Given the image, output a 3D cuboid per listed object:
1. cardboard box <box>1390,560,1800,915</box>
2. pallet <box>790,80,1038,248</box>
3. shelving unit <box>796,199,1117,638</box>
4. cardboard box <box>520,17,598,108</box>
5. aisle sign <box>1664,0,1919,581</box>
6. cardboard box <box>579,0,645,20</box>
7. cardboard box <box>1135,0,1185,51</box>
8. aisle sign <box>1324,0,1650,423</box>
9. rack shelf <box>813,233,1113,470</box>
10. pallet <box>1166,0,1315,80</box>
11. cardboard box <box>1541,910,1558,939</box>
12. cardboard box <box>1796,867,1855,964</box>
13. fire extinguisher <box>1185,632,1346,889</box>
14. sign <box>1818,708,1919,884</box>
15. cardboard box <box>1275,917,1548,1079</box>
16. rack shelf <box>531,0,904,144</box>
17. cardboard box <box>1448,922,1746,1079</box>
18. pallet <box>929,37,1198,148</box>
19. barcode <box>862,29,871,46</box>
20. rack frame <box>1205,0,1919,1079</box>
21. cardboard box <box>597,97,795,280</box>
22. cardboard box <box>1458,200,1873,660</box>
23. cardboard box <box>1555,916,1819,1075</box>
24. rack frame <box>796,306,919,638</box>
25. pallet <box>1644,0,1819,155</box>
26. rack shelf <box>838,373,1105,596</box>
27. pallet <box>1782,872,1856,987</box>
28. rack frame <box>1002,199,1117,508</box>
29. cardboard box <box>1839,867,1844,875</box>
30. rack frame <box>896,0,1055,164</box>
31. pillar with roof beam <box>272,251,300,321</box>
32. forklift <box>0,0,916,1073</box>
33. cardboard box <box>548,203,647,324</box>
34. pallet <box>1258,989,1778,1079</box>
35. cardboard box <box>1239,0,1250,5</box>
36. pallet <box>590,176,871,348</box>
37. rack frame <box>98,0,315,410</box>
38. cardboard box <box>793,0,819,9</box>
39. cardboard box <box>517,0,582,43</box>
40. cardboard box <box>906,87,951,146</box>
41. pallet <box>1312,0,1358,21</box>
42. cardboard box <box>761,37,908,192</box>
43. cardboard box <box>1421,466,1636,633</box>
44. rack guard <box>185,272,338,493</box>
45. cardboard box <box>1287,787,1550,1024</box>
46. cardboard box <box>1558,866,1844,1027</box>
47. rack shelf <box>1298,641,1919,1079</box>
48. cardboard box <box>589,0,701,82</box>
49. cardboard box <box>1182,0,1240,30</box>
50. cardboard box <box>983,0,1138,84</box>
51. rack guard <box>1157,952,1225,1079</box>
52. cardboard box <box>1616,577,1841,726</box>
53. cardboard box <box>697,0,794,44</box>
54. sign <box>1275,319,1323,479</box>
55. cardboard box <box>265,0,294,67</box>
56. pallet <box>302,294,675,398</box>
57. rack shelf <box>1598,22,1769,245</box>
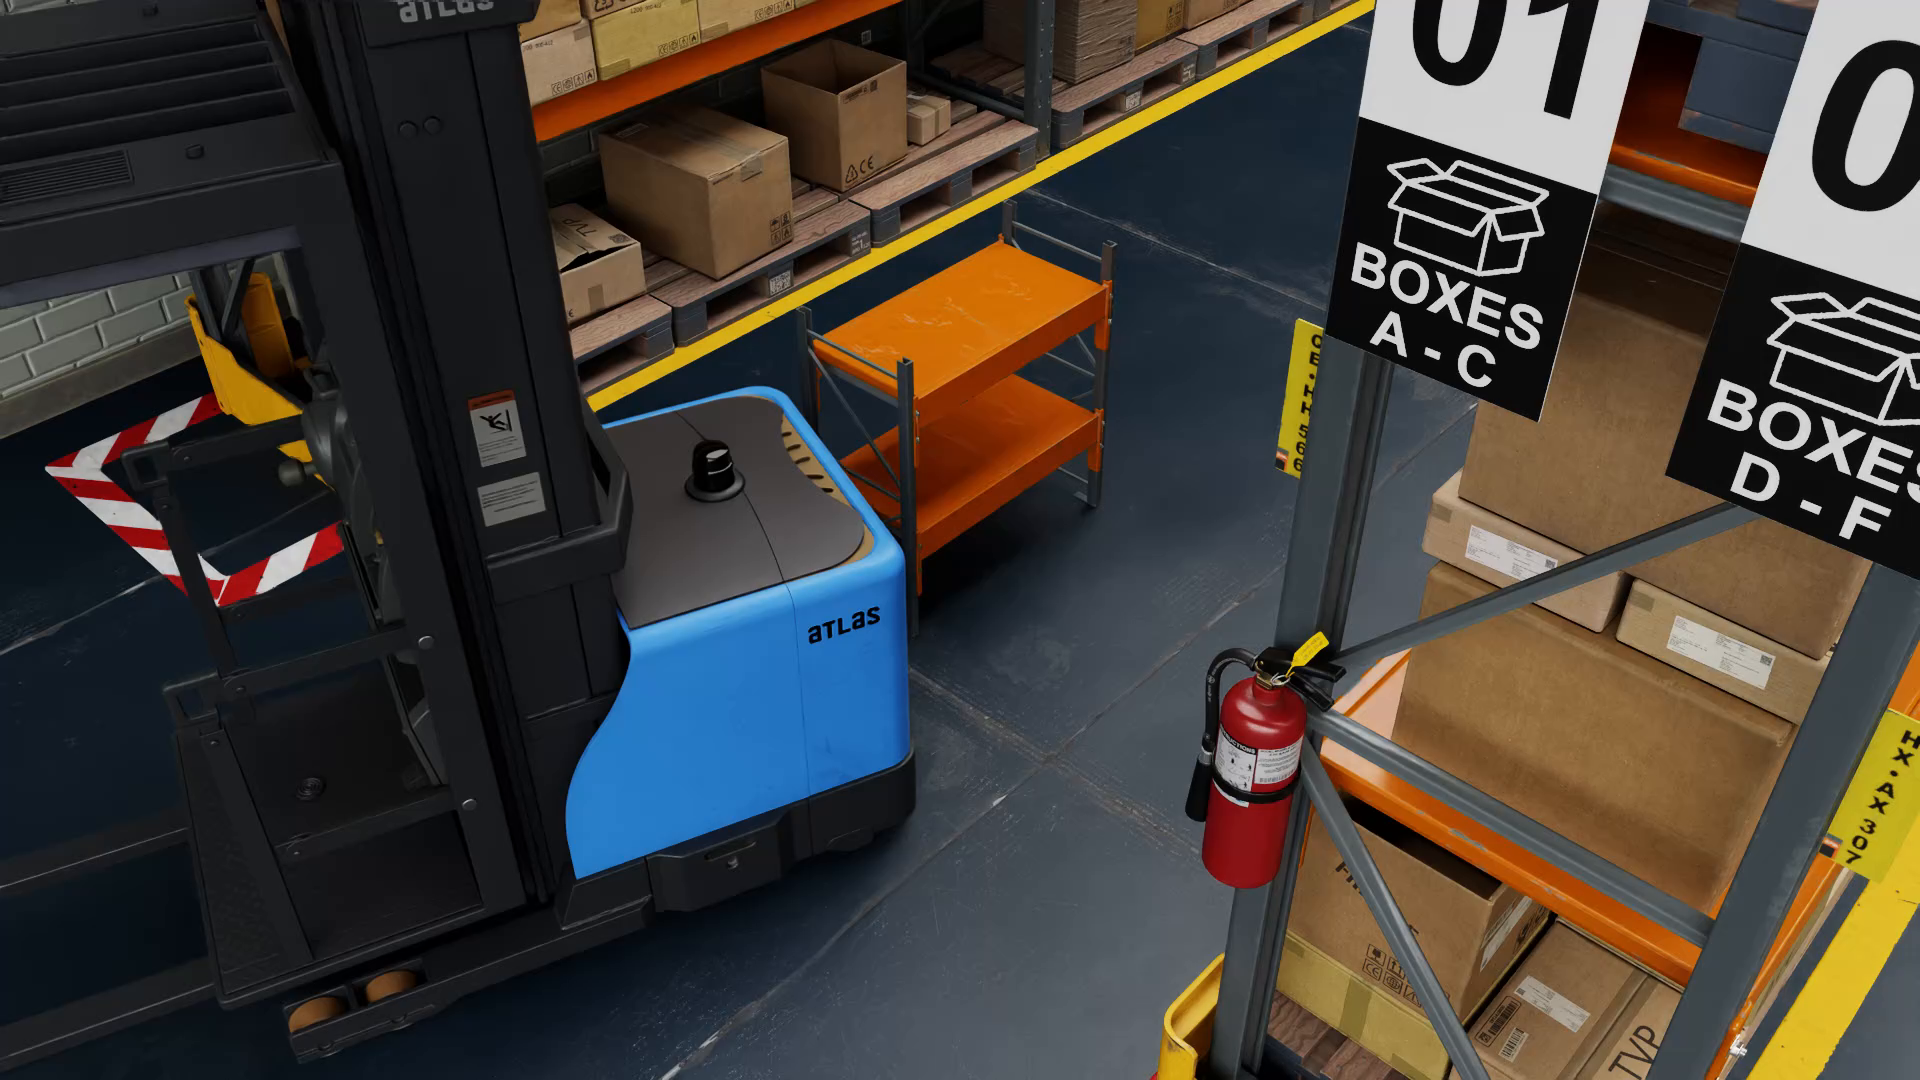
[{"bbox_3d":[1.351,0.286,3.399,0.700,0.500,0.500,30,47,32],"label":"cardboard box"},{"bbox_3d":[-0.361,-1.966,8.553,1.003,0.211,1.213,30,47,32],"label":"pallet"},{"bbox_3d":[0.005,-0.443,5.904,0.538,1.125,1.048,30,47,32],"label":"shelving unit"},{"bbox_3d":[-1.729,-1.828,6.243,0.500,0.250,0.500,28,46,31],"label":"cardboard box"},{"bbox_3d":[1.208,-0.324,2.159,0.394,0.787,0.004,30,47,32],"label":"aisle sign"},{"bbox_3d":[-1.395,-2.337,6.281,0.500,0.500,0.500,28,46,31],"label":"cardboard box"},{"bbox_3d":[0.862,-3.179,9.492,0.700,0.500,0.500,29,47,31],"label":"cardboard box"},{"bbox_3d":[0.765,-0.576,2.476,0.394,0.787,0.004,30,47,32],"label":"aisle sign"},{"bbox_3d":[0.005,-0.672,5.722,0.538,0.278,1.000,30,47,32],"label":"rack shelf"},{"bbox_3d":[1.413,-3.211,10.119,1.003,0.211,1.213,30,47,32],"label":"pallet"},{"bbox_3d":[1.499,0.841,4.654,0.500,0.250,0.500,30,47,32],"label":"cardboard box"},{"bbox_3d":[2.225,0.833,4.664,0.500,0.250,0.500,30,47,32],"label":"cardboard box"},{"bbox_3d":[0.604,0.424,3.369,0.296,0.674,0.183,30,47,32],"label":"fire extinguisher"},{"bbox_3d":[1.432,0.401,2.577,0.100,0.325,0.005,30,47,32],"label":"sign"},{"bbox_3d":[1.170,1.076,4.358,0.500,0.250,0.500,30,47,32],"label":"cardboard box"},{"bbox_3d":[-1.283,-2.181,7.161,1.077,0.370,4.000,30,47,32],"label":"rack shelf"},{"bbox_3d":[1.552,1.294,4.085,0.500,0.250,0.500,30,47,32],"label":"cardboard box"},{"bbox_3d":[0.590,-2.648,9.411,1.003,0.211,1.213,30,47,32],"label":"pallet"},{"bbox_3d":[-0.476,-2.553,8.448,0.001,0.075,0.075,30,47,32],"label":"barcode"},{"bbox_3d":[1.024,0.533,3.169,0.949,2.616,0.053,30,47,32],"label":"rack frame"},{"bbox_3d":[-1.183,-1.595,7.501,0.700,0.500,0.500,27,46,29],"label":"cardboard box"},{"bbox_3d":[1.387,-0.246,3.026,0.700,0.500,0.500,30,47,32],"label":"cardboard box"},{"bbox_3d":[1.887,1.062,4.376,0.500,0.250,0.500,30,47,32],"label":"cardboard box"},{"bbox_3d":[-0.338,-0.210,5.610,0.500,1.125,0.032,30,47,32],"label":"rack frame"},{"bbox_3d":[1.523,-0.919,2.656,1.003,0.211,1.213,30,47,32],"label":"pallet"},{"bbox_3d":[0.005,-0.252,6.056,0.538,0.278,1.000,30,47,32],"label":"rack shelf"},{"bbox_3d":[2.335,0.699,5.201,1.003,0.211,1.213,30,47,32],"label":"pallet"},{"bbox_3d":[0.348,-0.677,6.198,0.500,1.125,0.032,30,47,32],"label":"rack frame"},{"bbox_3d":[2.216,0.534,4.437,0.500,0.500,0.500,30,47,32],"label":"cardboard box"},{"bbox_3d":[0.066,-3.381,8.092,1.000,3.000,0.127,30,47,32],"label":"rack frame"},{"bbox_3d":[0.379,-2.769,2.502,9.100,9.000,0.400,30,47,32],"label":"pillar with roof beam"},{"bbox_3d":[-1.688,-0.128,4.056,3.031,2.935,1.130,-17,42,-20],"label":"forklift"},{"bbox_3d":[-1.715,-1.205,7.163,0.500,0.311,0.500,-30,47,-32],"label":"cardboard box"},{"bbox_3d":[1.511,1.257,4.499,1.003,0.211,1.213,30,47,32],"label":"pallet"},{"bbox_3d":[1.570,-3.632,10.063,0.700,0.500,0.500,29,47,32],"label":"cardboard box"},{"bbox_3d":[-1.184,-1.403,7.845,1.003,0.211,1.213,30,47,32],"label":"pallet"},{"bbox_3d":[-2.633,-1.544,5.781,1.000,3.000,0.127,30,47,32],"label":"rack frame"},{"bbox_3d":[-0.700,-2.523,7.117,0.500,0.250,0.500,29,47,32],"label":"cardboard box"},{"bbox_3d":[-1.748,-2.102,5.986,0.500,0.500,0.500,30,47,32],"label":"cardboard box"},{"bbox_3d":[-0.273,-2.186,8.512,0.380,0.166,0.250,23,44,27],"label":"cardboard box"},{"bbox_3d":[2.236,-3.769,10.820,1.003,0.211,1.213,30,47,32],"label":"pallet"},{"bbox_3d":[-0.605,-2.081,8.112,0.500,0.500,0.500,26,45,29],"label":"cardboard box"},{"bbox_3d":[1.144,-0.014,3.256,0.380,0.149,0.250,29,47,31],"label":"cardboard box"},{"bbox_3d":[-2.581,-0.600,6.603,1.175,0.500,0.348,30,47,32],"label":"rack guard"},{"bbox_3d":[1.169,0.782,4.126,0.500,0.500,0.500,30,47,32],"label":"cardboard box"},{"bbox_3d":[1.888,0.770,4.141,0.500,0.500,0.500,30,47,32],"label":"cardboard box"},{"bbox_3d":[2.376,-0.103,4.547,1.077,0.370,4.000,30,47,32],"label":"rack shelf"},{"bbox_3d":[-1.381,-2.060,6.535,0.500,0.250,0.500,29,47,31],"label":"cardboard box"},{"bbox_3d":[1.236,-3.396,9.766,0.700,0.500,0.500,30,47,32],"label":"cardboard box"},{"bbox_3d":[0.550,-2.920,9.167,0.700,0.500,0.500,31,48,33],"label":"cardboard box"},{"bbox_3d":[1.010,1.524,3.932,1.175,0.500,0.348,30,47,32],"label":"rack guard"},{"bbox_3d":[1.450,0.152,3.048,0.380,0.149,0.250,29,47,32],"label":"cardboard box"},{"bbox_3d":[-1.038,-2.291,6.825,0.500,0.250,0.500,30,47,32],"label":"cardboard box"},{"bbox_3d":[0.635,-0.245,3.028,0.100,0.325,0.005,30,47,32],"label":"sign"},{"bbox_3d":[-2.089,-1.879,5.705,0.500,0.500,0.500,30,47,32],"label":"cardboard box"},{"bbox_3d":[-2.007,-0.845,7.144,1.003,0.211,1.213,30,47,32],"label":"pallet"},{"bbox_3d":[2.376,-1.277,3.613,1.077,0.370,4.000,30,47,32],"label":"rack shelf"}]
